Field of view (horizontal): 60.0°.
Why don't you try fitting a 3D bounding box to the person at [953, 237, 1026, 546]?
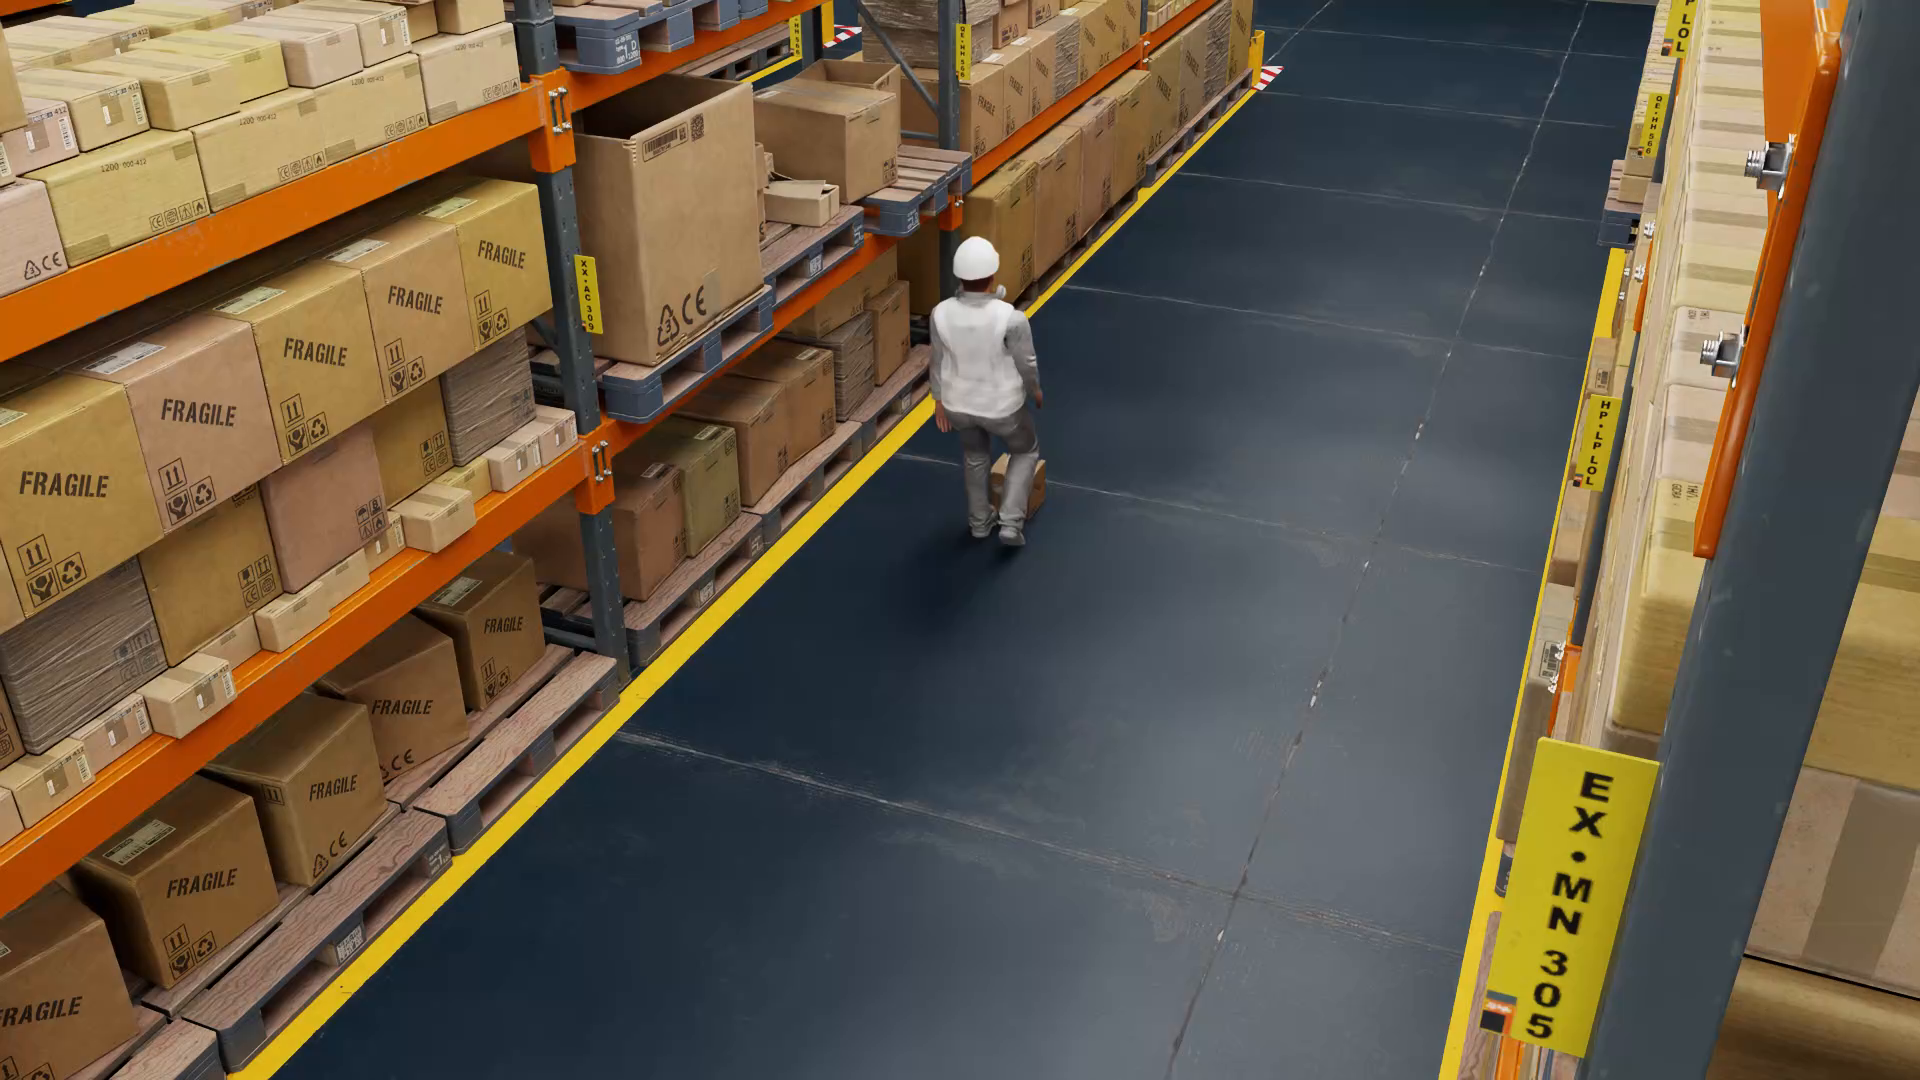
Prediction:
[{"bbox_3d":[-3.216,-3.198,8.663,7.689,5.811,11.420,9,31,15],"label":"person"}]
